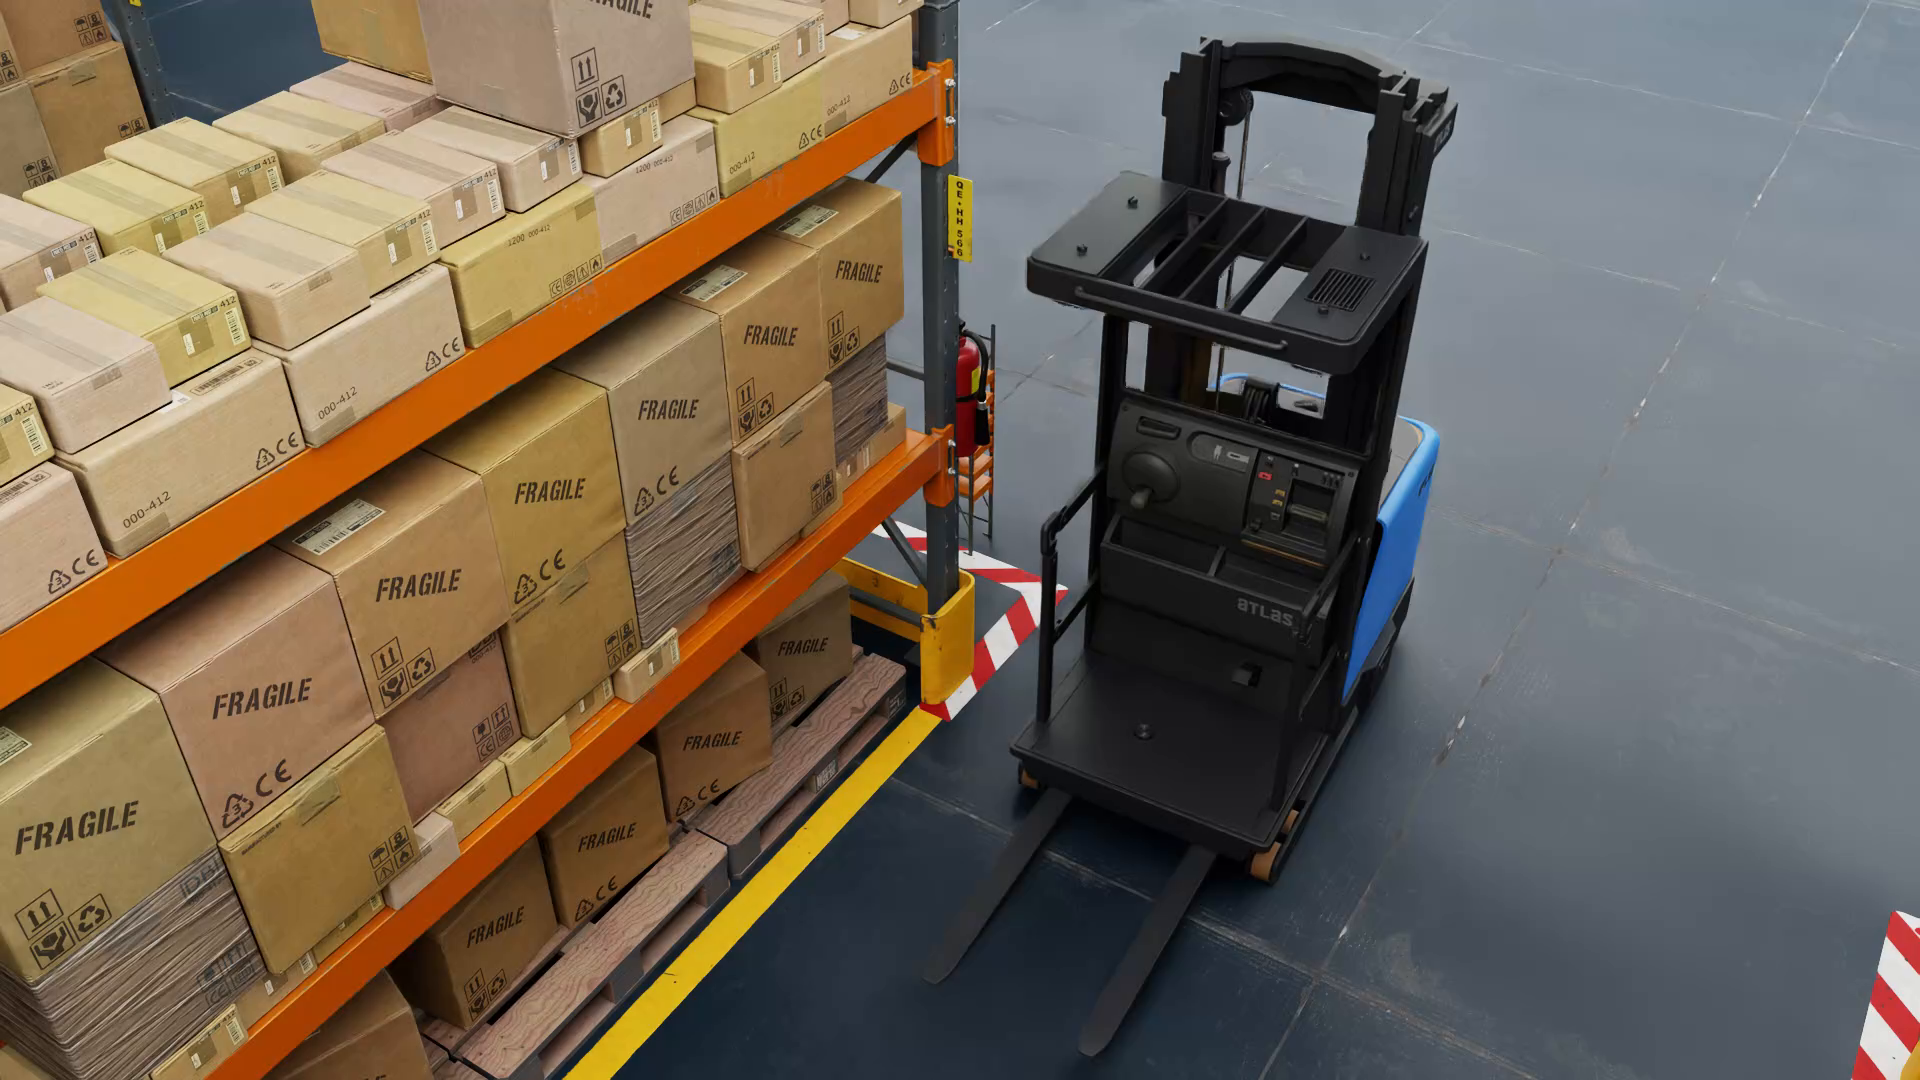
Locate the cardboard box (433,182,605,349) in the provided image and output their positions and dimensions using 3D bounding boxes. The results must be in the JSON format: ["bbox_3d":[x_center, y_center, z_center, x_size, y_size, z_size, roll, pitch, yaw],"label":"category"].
[{"bbox_3d":[-1.313,-0.788,4.421,0.500,0.250,0.500,20,42,24],"label":"cardboard box"}]

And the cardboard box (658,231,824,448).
[{"bbox_3d":[-0.806,-0.701,5.498,0.500,0.500,0.500,21,42,25],"label":"cardboard box"}]

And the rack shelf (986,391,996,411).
[{"bbox_3d":[0.008,-0.638,7.714,0.258,0.103,0.180,21,42,25],"label":"rack shelf"}]

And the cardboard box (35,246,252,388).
[{"bbox_3d":[-1.822,-0.497,3.716,0.380,0.149,0.250,22,43,26],"label":"cardboard box"}]

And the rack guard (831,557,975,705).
[{"bbox_3d":[-0.498,0.257,7.447,1.175,0.500,0.348,21,42,25],"label":"rack guard"}]

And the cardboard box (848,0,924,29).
[{"bbox_3d":[-0.342,-1.813,5.424,0.380,0.149,0.250,21,42,25],"label":"cardboard box"}]

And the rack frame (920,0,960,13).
[{"bbox_3d":[-0.457,-3.148,4.903,1.000,3.000,0.127,21,42,25],"label":"rack frame"}]

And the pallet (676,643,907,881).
[{"bbox_3d":[-0.963,0.779,7.006,1.003,0.211,1.213,21,42,25],"label":"pallet"}]

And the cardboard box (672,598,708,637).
[{"bbox_3d":[-1.091,0.192,5.690,0.380,0.149,0.250,21,42,25],"label":"cardboard box"}]

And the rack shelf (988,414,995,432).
[{"bbox_3d":[0.008,-0.543,7.787,0.258,0.103,0.180,21,42,25],"label":"rack shelf"}]

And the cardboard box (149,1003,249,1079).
[{"bbox_3d":[-2.086,1.252,4.314,0.380,0.149,0.250,21,42,25],"label":"cardboard box"}]

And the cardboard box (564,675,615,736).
[{"bbox_3d":[-1.343,0.456,5.347,0.380,0.149,0.250,21,42,25],"label":"cardboard box"}]

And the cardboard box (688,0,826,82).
[{"bbox_3d":[-0.635,-1.541,5.071,0.380,0.149,0.250,19,42,23],"label":"cardboard box"}]

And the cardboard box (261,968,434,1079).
[{"bbox_3d":[-2.052,1.623,5.331,0.500,0.500,0.500,-26,45,-30],"label":"cardboard box"}]

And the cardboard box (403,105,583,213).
[{"bbox_3d":[-1.232,-1.019,4.394,0.380,0.149,0.250,19,42,23],"label":"cardboard box"}]

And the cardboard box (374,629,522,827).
[{"bbox_3d":[-1.826,0.384,4.909,0.875,0.500,0.500,21,42,25],"label":"cardboard box"}]

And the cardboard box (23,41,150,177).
[{"bbox_3d":[-4.752,-2.300,8.593,0.875,0.550,0.550,21,42,25],"label":"cardboard box"}]

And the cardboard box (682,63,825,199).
[{"bbox_3d":[-0.766,-1.311,5.099,0.500,0.250,0.500,21,43,25],"label":"cardboard box"}]

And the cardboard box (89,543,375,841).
[{"bbox_3d":[-1.878,0.329,4.161,0.500,0.500,0.500,21,42,25],"label":"cardboard box"}]

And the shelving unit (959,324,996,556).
[{"bbox_3d":[0.008,-0.483,7.833,0.258,1.200,0.189,21,42,25],"label":"shelving unit"}]

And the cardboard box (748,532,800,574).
[{"bbox_3d":[-0.807,-0.060,6.016,0.380,0.149,0.250,21,42,25],"label":"cardboard box"}]

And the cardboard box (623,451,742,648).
[{"bbox_3d":[-1.246,-0.114,5.555,0.875,0.500,0.500,21,42,25],"label":"cardboard box"}]

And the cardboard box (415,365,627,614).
[{"bbox_3d":[-1.351,-0.189,4.834,0.500,0.500,0.500,21,42,25],"label":"cardboard box"}]

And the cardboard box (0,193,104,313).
[{"bbox_3d":[-2.262,-0.675,3.947,0.380,0.149,0.250,20,42,24],"label":"cardboard box"}]

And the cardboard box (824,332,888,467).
[{"bbox_3d":[-0.775,-0.655,6.257,0.875,0.500,0.500,21,42,25],"label":"cardboard box"}]

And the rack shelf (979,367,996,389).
[{"bbox_3d":[0.008,-0.733,7.640,0.258,0.103,0.180,21,42,25],"label":"rack shelf"}]

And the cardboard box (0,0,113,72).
[{"bbox_3d":[-4.822,-2.755,8.299,0.875,0.550,0.550,21,42,25],"label":"cardboard box"}]

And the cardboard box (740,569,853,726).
[{"bbox_3d":[-0.806,0.368,6.959,0.500,0.500,0.500,30,47,33],"label":"cardboard box"}]

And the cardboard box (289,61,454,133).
[{"bbox_3d":[-1.620,-1.189,4.614,0.380,0.149,0.250,21,42,25],"label":"cardboard box"}]

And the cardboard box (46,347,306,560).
[{"bbox_3d":[-1.864,-0.261,3.737,0.500,0.250,0.500,21,42,25],"label":"cardboard box"}]

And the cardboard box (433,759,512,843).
[{"bbox_3d":[-1.582,0.725,4.998,0.380,0.149,0.250,21,42,25],"label":"cardboard box"}]

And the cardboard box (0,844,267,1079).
[{"bbox_3d":[-2.307,0.921,4.213,0.875,0.500,0.500,21,42,25],"label":"cardboard box"}]

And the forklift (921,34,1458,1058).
[{"bbox_3d":[0.894,-0.155,5.990,1.130,2.935,3.031,19,41,23],"label":"forklift"}]

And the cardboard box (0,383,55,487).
[{"bbox_3d":[-2.081,-0.223,3.361,0.380,0.149,0.250,19,42,23],"label":"cardboard box"}]

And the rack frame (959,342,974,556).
[{"bbox_3d":[-0.041,-0.436,7.772,0.240,1.200,0.006,21,42,25],"label":"rack frame"}]

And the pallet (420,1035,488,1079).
[{"bbox_3d":[-2.270,2.037,5.375,1.003,0.211,1.213,21,42,25],"label":"pallet"}]

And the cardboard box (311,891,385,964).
[{"bbox_3d":[-1.849,0.982,4.664,0.380,0.149,0.250,21,42,25],"label":"cardboard box"}]

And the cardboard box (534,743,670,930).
[{"bbox_3d":[-1.448,1.004,6.134,0.500,0.500,0.500,25,44,29],"label":"cardboard box"}]

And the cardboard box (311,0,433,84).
[{"bbox_3d":[-1.480,-1.638,4.666,0.500,0.500,0.500,21,42,25],"label":"cardboard box"}]

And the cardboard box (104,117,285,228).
[{"bbox_3d":[-1.968,-0.940,4.291,0.380,0.149,0.250,23,43,27],"label":"cardboard box"}]

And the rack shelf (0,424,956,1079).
[{"bbox_3d":[-1.529,0.544,5.616,1.077,0.370,4.000,21,42,25],"label":"rack shelf"}]

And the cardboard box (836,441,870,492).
[{"bbox_3d":[-0.570,-0.329,6.366,0.380,0.149,0.250,21,42,25],"label":"cardboard box"}]

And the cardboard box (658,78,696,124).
[{"bbox_3d":[-0.987,-1.317,4.780,0.380,0.149,0.250,22,43,26],"label":"cardboard box"}]

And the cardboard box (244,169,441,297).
[{"bbox_3d":[-1.499,-0.748,4.042,0.380,0.149,0.250,20,42,24],"label":"cardboard box"}]

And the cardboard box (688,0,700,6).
[{"bbox_3d":[-1.052,-1.720,5.303,0.380,0.149,0.250,20,42,24],"label":"cardboard box"}]

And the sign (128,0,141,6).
[{"bbox_3d":[-4.140,-2.814,8.241,0.100,0.325,0.005,21,42,25],"label":"sign"}]
